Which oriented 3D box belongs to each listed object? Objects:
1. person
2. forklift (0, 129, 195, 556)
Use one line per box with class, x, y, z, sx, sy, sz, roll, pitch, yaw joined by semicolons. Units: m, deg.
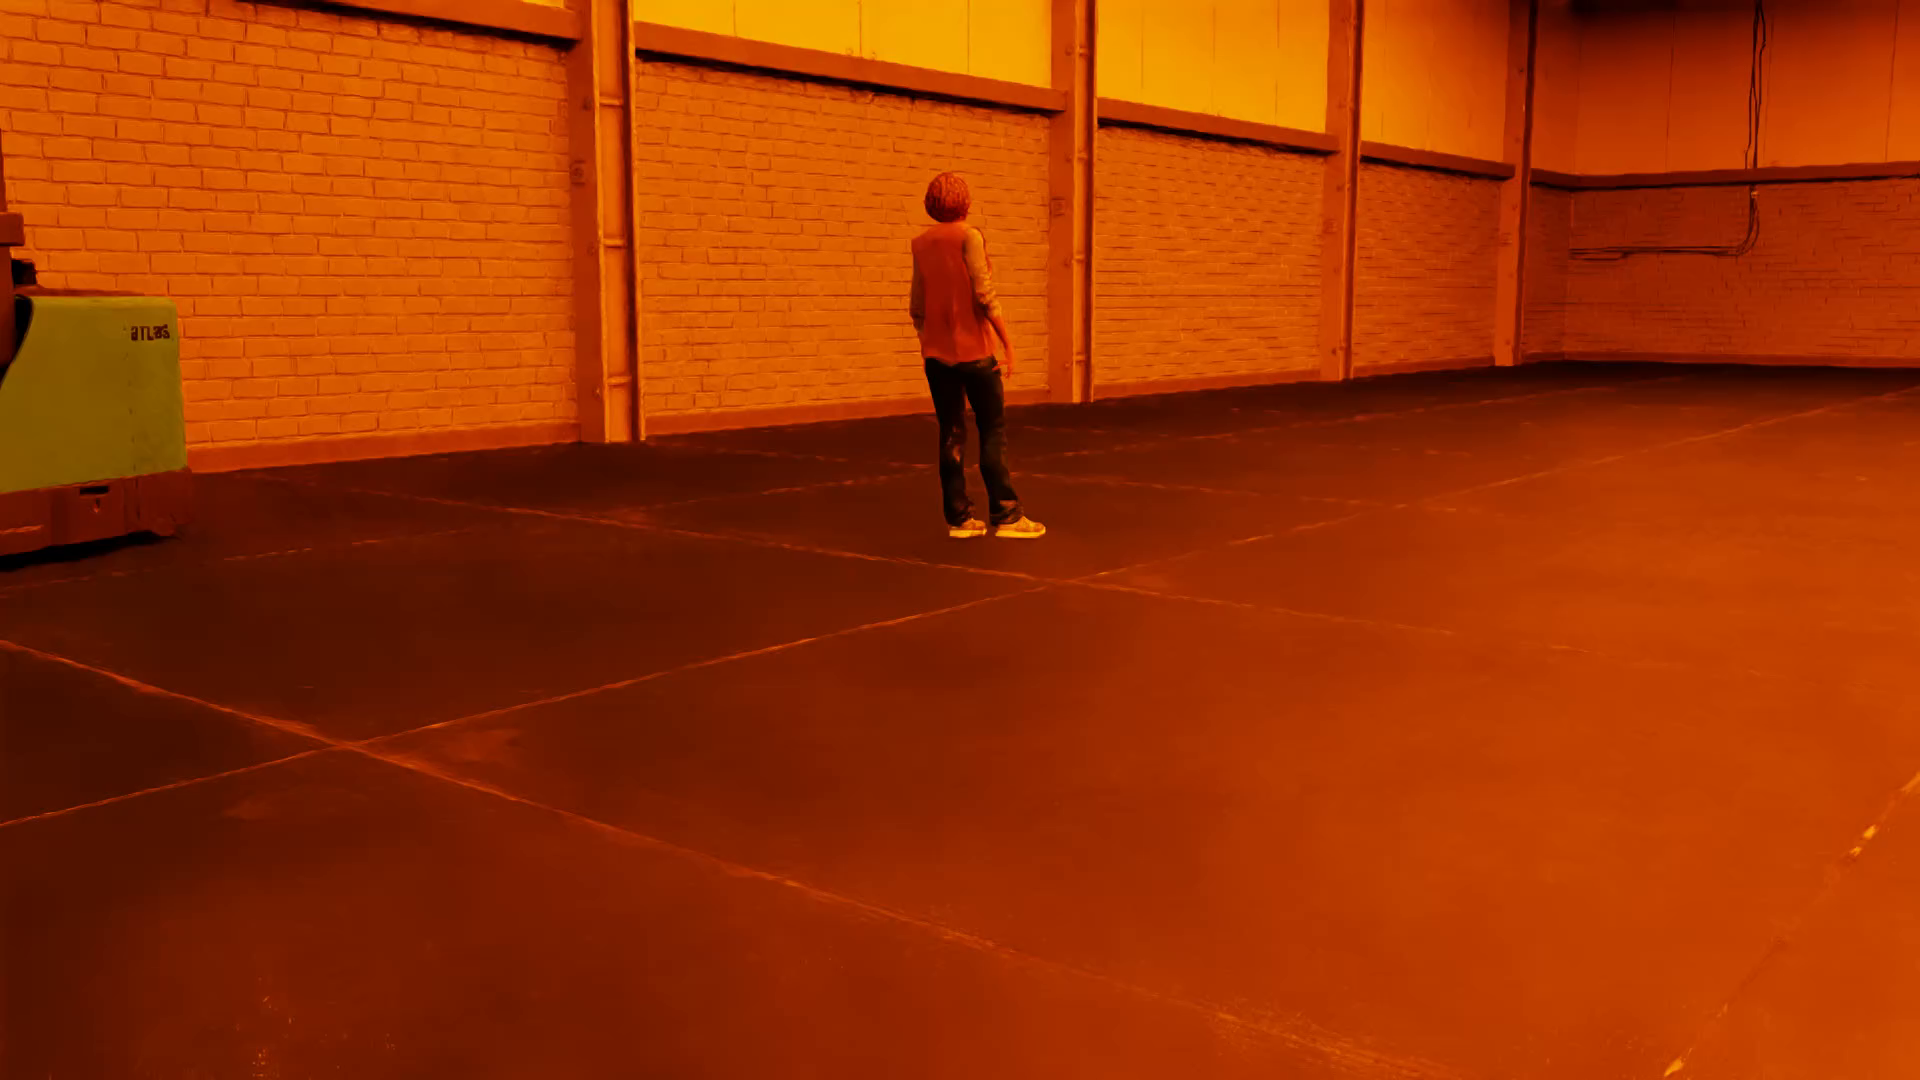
person;0.057;-0.804;7.337;0.520;1.597;0.474;7;11;38
forklift;-4.396;-1.285;6.063;1.130;2.935;3.031;3;9;19
